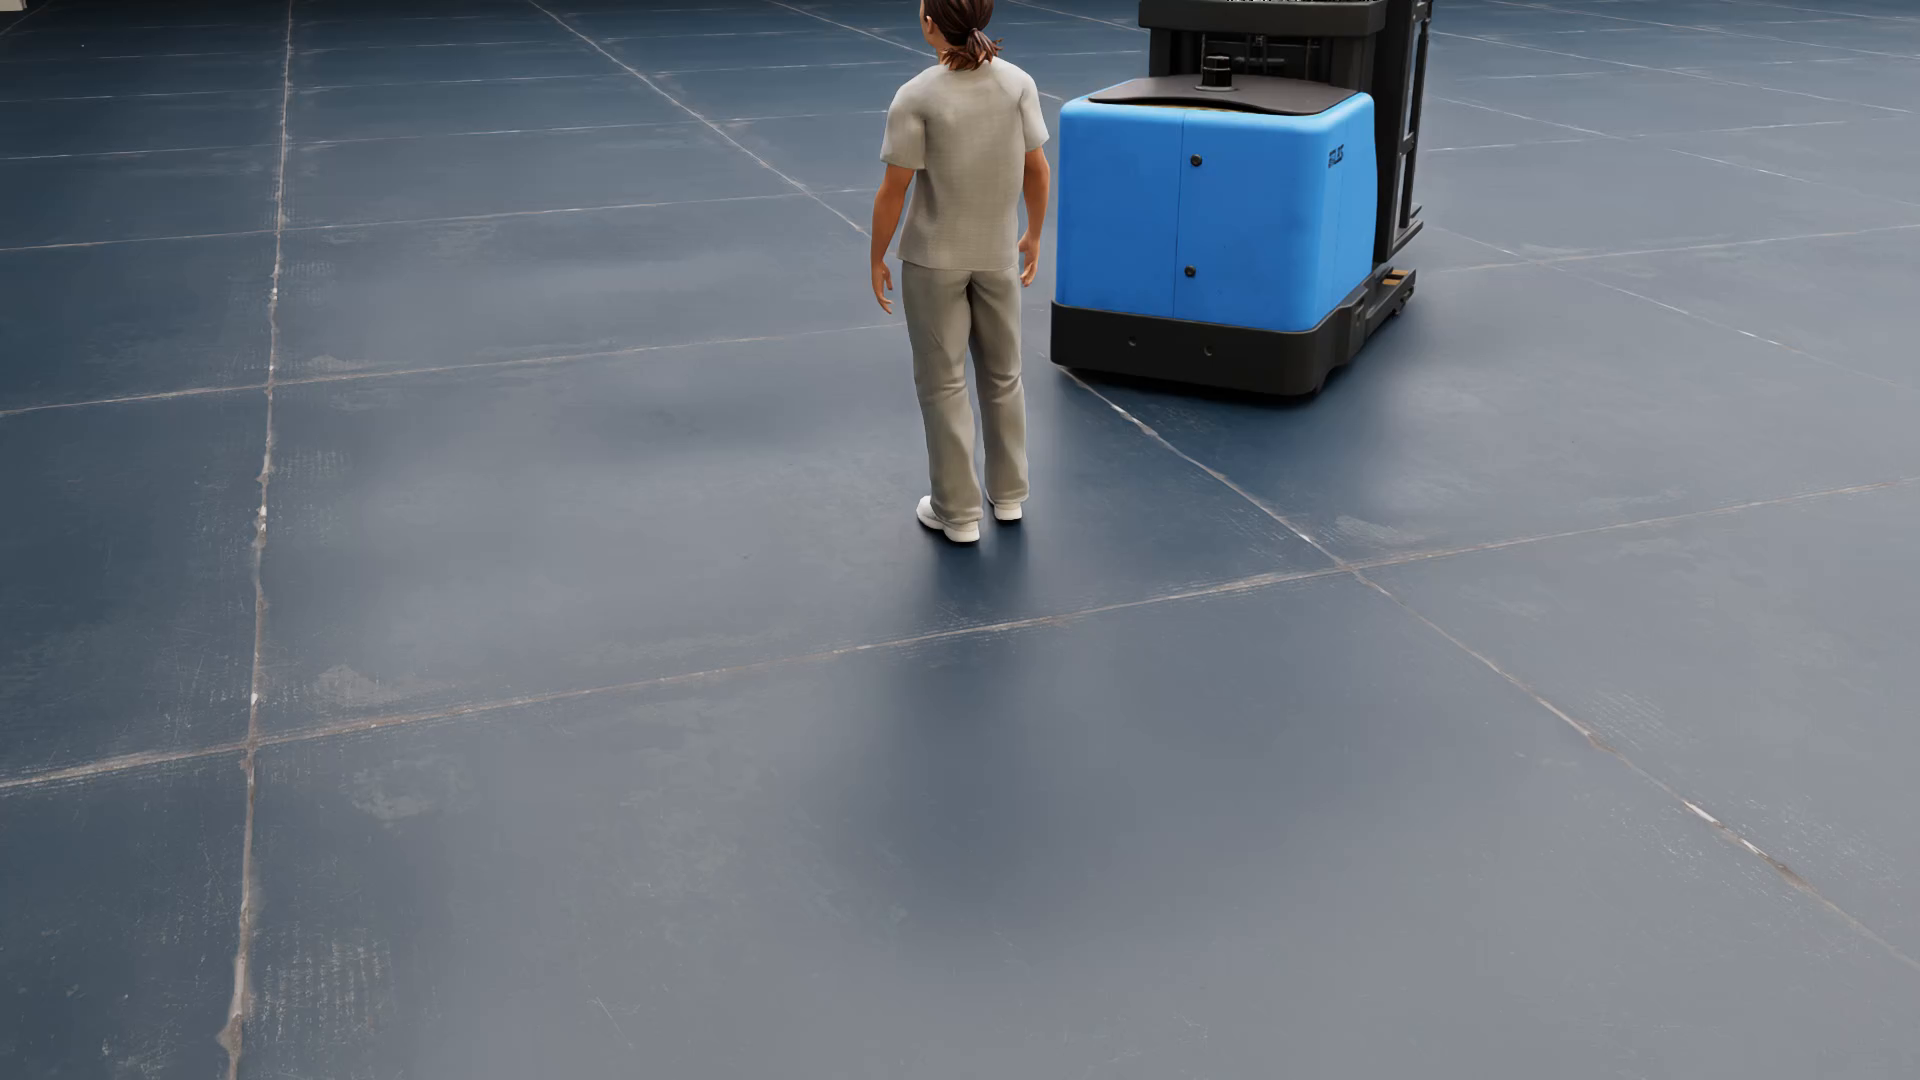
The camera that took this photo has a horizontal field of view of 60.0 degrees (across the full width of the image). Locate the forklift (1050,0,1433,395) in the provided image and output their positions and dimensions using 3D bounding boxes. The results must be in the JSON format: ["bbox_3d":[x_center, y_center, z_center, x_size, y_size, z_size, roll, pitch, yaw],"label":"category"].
[{"bbox_3d":[1.447,-2.423,7.061,1.130,2.935,3.031,10,25,23],"label":"forklift"}]

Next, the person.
[{"bbox_3d":[-0.013,-0.808,4.820,0.550,1.673,0.548,-8,24,-18],"label":"person"}]
